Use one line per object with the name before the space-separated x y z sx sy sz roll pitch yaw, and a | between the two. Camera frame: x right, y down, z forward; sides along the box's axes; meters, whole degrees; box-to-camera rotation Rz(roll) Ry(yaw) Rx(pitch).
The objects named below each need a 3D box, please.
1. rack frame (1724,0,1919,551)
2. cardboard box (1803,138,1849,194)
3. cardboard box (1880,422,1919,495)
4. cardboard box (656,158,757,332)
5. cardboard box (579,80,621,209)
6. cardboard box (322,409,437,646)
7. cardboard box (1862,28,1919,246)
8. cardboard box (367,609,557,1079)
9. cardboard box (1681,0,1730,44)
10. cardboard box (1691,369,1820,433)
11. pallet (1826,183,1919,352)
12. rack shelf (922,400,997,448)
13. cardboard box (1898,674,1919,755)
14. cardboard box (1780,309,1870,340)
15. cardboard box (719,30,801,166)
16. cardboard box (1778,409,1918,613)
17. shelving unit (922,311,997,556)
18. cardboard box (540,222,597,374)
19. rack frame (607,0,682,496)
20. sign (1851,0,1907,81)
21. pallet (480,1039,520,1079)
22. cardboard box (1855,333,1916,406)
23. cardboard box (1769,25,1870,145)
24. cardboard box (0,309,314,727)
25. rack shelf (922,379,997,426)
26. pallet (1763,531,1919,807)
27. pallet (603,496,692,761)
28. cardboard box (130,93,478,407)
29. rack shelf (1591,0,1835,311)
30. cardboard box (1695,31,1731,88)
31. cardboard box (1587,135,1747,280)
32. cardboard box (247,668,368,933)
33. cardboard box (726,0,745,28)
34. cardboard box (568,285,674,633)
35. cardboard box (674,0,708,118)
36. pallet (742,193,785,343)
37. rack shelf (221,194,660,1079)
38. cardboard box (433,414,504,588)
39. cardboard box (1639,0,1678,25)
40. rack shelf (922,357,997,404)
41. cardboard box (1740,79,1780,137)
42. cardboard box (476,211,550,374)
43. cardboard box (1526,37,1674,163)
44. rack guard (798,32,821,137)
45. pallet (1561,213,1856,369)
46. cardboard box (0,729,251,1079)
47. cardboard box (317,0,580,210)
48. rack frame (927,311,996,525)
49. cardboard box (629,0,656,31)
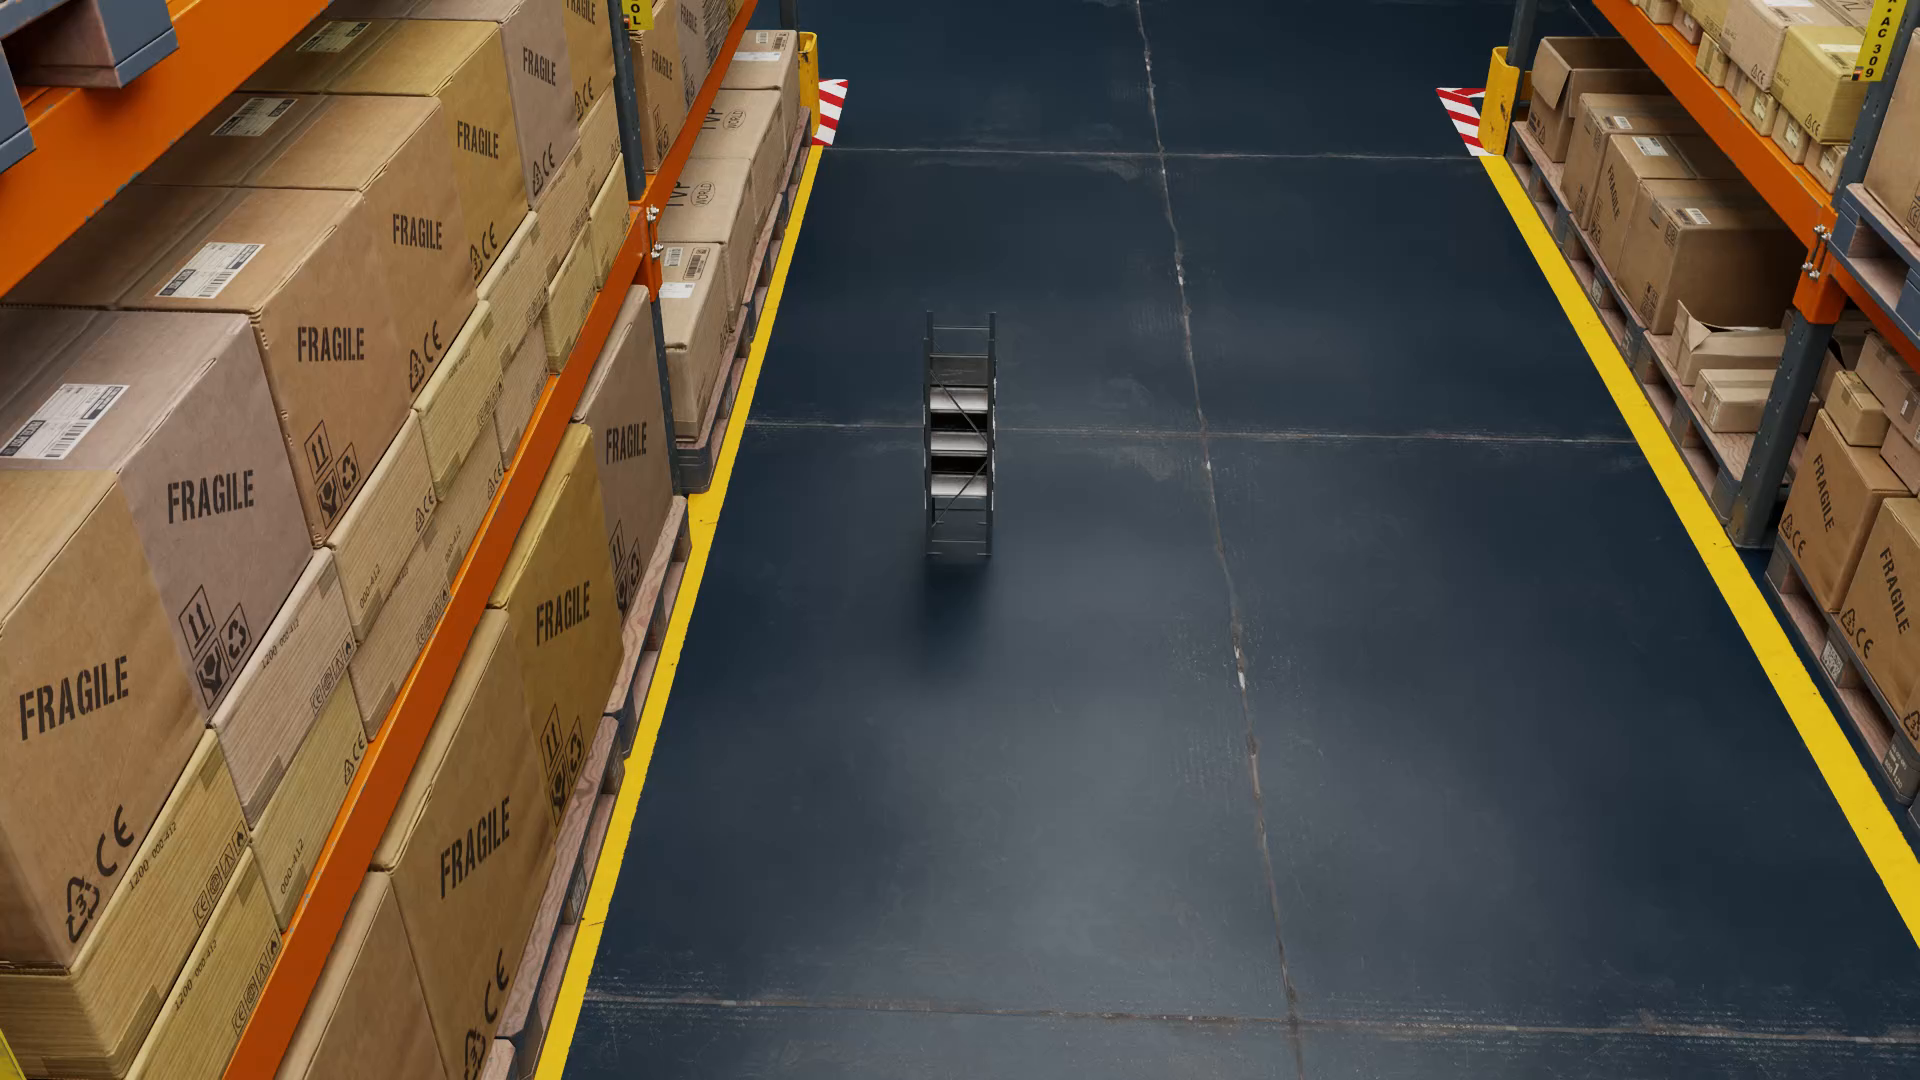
rack frame | 3.392 -1.214 5.369 1.000 3.000 0.127 1 35 2
cardboard box | 3.152 -1.300 5.710 0.380 0.149 0.250 2 35 3
cardboard box | 3.178 -0.268 5.267 0.380 0.149 0.250 0 35 1
cardboard box | -1.400 -1.323 7.387 0.875 0.438 0.875 0 35 0
cardboard box | -1.343 -1.211 5.060 0.500 0.250 0.500 1 35 2
cardboard box | -1.407 -0.040 3.394 0.500 0.250 0.500 1 35 2
cardboard box | 3.149 -1.154 4.831 0.700 0.500 0.500 2 35 3
cardboard box | -1.578 0.762 4.040 0.875 0.875 0.875 2 35 2
cardboard box | 3.207 -2.147 6.568 0.500 0.250 0.500 1 35 2
cardboard box | 3.121 -0.547 6.533 0.380 0.149 0.250 0 35 0
pallet | 3.251 -0.679 4.774 1.003 0.211 1.213 1 35 2
rack shelf | 0.000 -0.419 5.965 0.258 0.077 0.200 1 35 2
cardboard box | 3.112 0.502 4.735 0.500 0.500 0.500 0 35 0
cardboard box | 3.672 -0.843 6.955 0.380 0.149 0.250 1 35 1
cardboard box | -1.334 -2.367 8.872 0.875 0.438 0.875 0 35 0
cardboard box | 3.148 -0.091 5.579 0.500 0.500 0.500 3 35 4
shelving unit | 0.000 -0.373 5.998 0.258 0.900 0.210 1 35 2
cardboard box | -1.356 -0.709 4.781 0.500 0.250 0.500 1 35 1
rack frame | -1.568 -1.327 5.529 1.000 3.000 0.127 1 35 2
sign | 2.849 -1.577 5.132 0.100 0.325 0.005 1 35 2
pallet | -1.622 1.661 3.703 1.003 0.211 1.213 1 35 2
cardboard box | 3.172 -0.549 5.408 0.380 0.149 0.250 1 35 1
cardboard box | 3.169 -1.573 5.751 0.500 0.250 0.500 2 35 3
cardboard box | -1.454 -0.041 2.744 0.500 0.500 0.500 1 35 2
rack shelf | 0.000 -0.493 5.914 0.258 0.077 0.200 1 35 2
pallet | 3.397 0.395 5.505 1.003 0.211 1.213 1 35 2
pallet | -1.524 0.259 5.698 1.003 0.211 1.213 1 35 2
cardboard box | -1.394 -0.628 3.579 0.500 0.500 0.500 2 35 3
rack shelf | 3.472 -2.069 7.211 1.077 0.370 4.000 1 35 2
cardboard box | 3.147 -1.898 6.560 0.380 0.149 0.250 1 35 1
cardboard box | 3.239 -1.521 7.614 0.500 0.500 0.500 2 35 3
cardboard box | -1.455 0.462 3.114 0.500 0.250 0.500 0 35 1
cardboard box | -1.216 -2.502 7.114 0.500 0.500 0.500 2 35 3
cardboard box | -1.513 -0.271 5.510 0.875 0.875 0.875 2 35 3
cardboard box | -1.263 -1.920 6.287 0.500 0.500 0.500 2 35 2
pallet | -1.413 -1.324 7.950 1.003 0.211 1.213 1 35 2
rack shelf | -1.648 0.117 4.101 1.077 0.370 4.000 1 35 2
cardboard box | -1.411 -0.123 3.947 0.500 0.250 0.500 1 35 2
cardboard box | 3.174 -2.336 7.184 0.380 0.149 0.250 2 35 3
rack shelf | 0.000 -0.566 5.862 0.258 0.077 0.200 1 35 2
cardboard box | 3.127 -1.600 6.137 0.380 0.149 0.250 2 35 3
cardboard box | -1.370 -0.626 4.228 0.500 0.250 0.500 2 35 3
cardboard box | 3.433 -2.314 8.739 0.797 0.503 0.637 0 35 0
rack guard | -1.406 -2.616 9.537 1.175 0.500 0.348 1 35 2
pallet | 3.467 -1.171 7.732 1.003 0.211 1.213 1 35 2
cardboard box | -1.462 0.543 2.565 0.500 0.250 0.500 1 35 2
cardboard box | -1.348 -1.217 4.416 0.500 0.500 0.500 2 35 3
rack frame | 0.004 -0.431 6.081 0.240 0.900 0.006 1 35 2
cardboard box | -1.307 -2.045 5.594 0.500 0.500 0.500 2 35 2
